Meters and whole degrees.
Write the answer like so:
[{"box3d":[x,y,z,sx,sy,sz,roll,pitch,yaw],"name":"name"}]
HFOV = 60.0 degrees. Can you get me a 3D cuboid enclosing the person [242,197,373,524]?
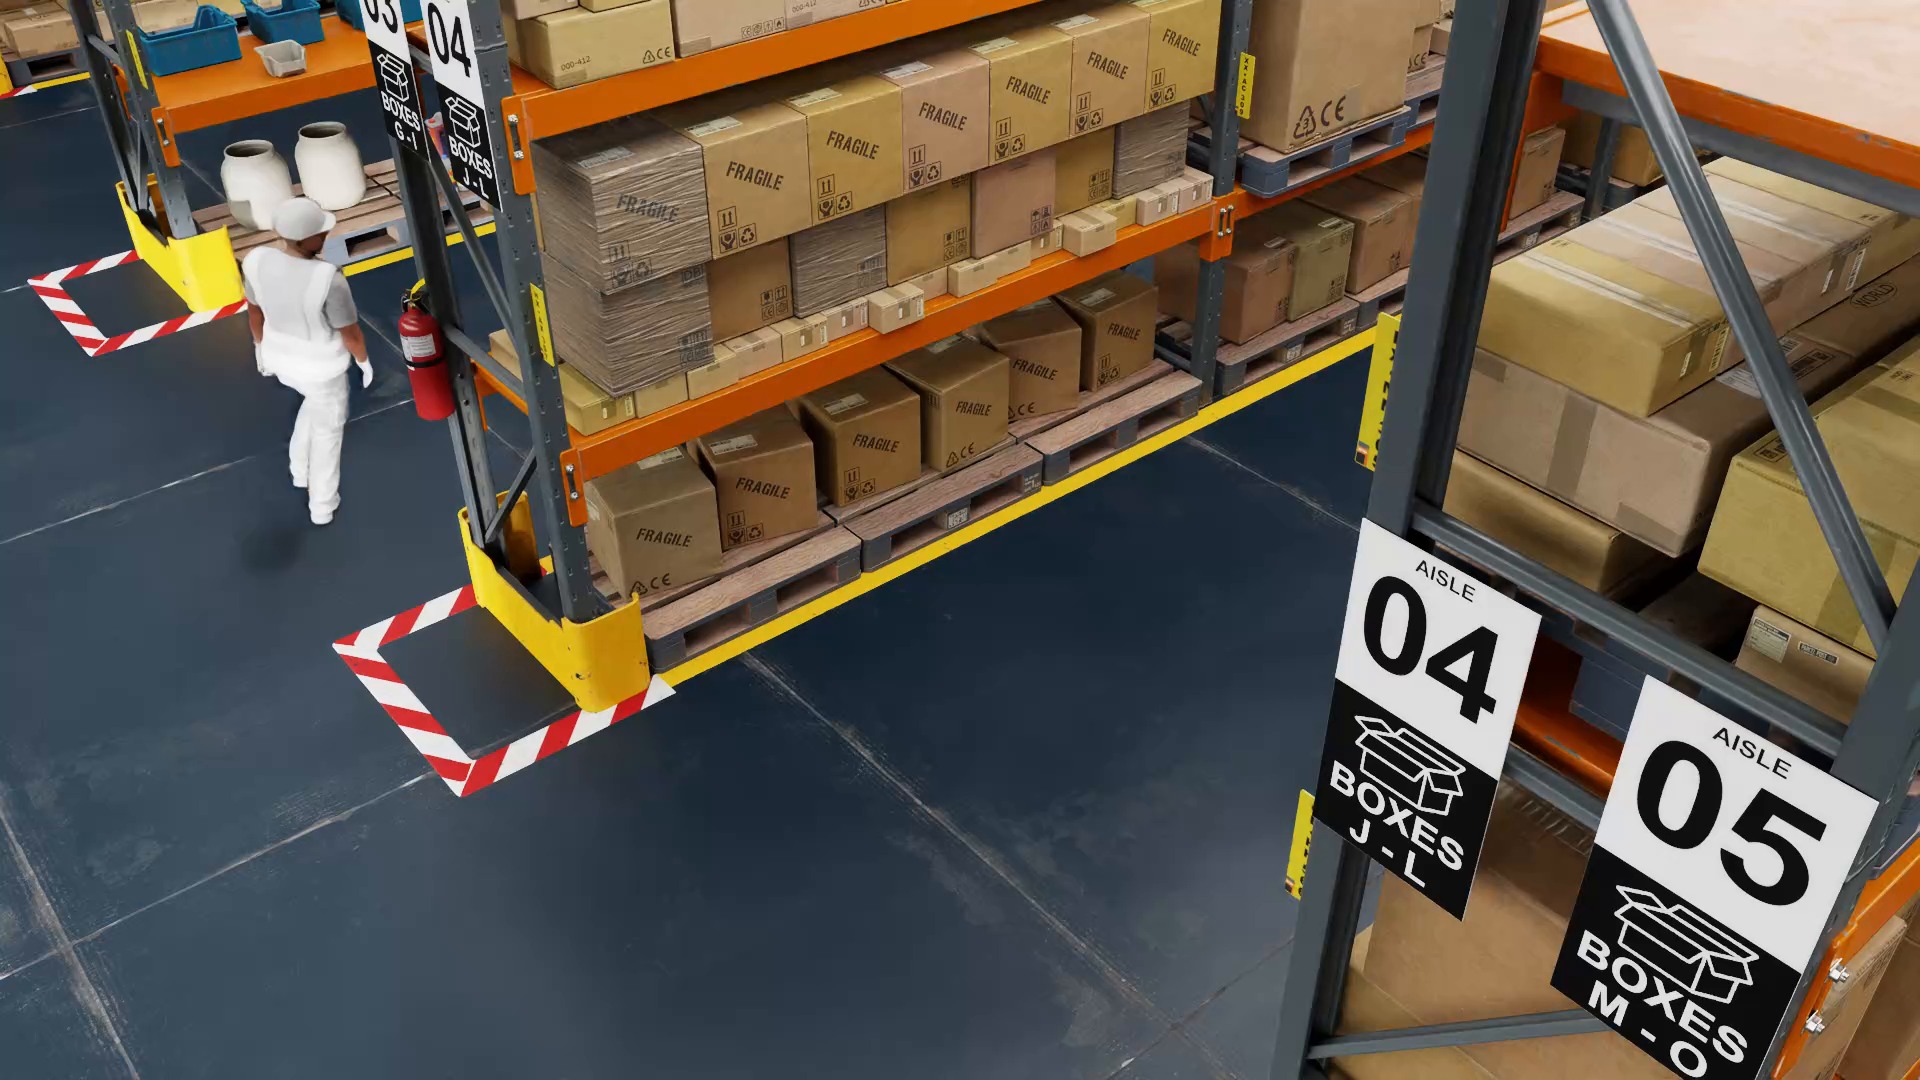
[{"box3d":[-3.213,-0.906,8.297,0.677,1.770,0.459,9,37,13],"name":"person"}]
